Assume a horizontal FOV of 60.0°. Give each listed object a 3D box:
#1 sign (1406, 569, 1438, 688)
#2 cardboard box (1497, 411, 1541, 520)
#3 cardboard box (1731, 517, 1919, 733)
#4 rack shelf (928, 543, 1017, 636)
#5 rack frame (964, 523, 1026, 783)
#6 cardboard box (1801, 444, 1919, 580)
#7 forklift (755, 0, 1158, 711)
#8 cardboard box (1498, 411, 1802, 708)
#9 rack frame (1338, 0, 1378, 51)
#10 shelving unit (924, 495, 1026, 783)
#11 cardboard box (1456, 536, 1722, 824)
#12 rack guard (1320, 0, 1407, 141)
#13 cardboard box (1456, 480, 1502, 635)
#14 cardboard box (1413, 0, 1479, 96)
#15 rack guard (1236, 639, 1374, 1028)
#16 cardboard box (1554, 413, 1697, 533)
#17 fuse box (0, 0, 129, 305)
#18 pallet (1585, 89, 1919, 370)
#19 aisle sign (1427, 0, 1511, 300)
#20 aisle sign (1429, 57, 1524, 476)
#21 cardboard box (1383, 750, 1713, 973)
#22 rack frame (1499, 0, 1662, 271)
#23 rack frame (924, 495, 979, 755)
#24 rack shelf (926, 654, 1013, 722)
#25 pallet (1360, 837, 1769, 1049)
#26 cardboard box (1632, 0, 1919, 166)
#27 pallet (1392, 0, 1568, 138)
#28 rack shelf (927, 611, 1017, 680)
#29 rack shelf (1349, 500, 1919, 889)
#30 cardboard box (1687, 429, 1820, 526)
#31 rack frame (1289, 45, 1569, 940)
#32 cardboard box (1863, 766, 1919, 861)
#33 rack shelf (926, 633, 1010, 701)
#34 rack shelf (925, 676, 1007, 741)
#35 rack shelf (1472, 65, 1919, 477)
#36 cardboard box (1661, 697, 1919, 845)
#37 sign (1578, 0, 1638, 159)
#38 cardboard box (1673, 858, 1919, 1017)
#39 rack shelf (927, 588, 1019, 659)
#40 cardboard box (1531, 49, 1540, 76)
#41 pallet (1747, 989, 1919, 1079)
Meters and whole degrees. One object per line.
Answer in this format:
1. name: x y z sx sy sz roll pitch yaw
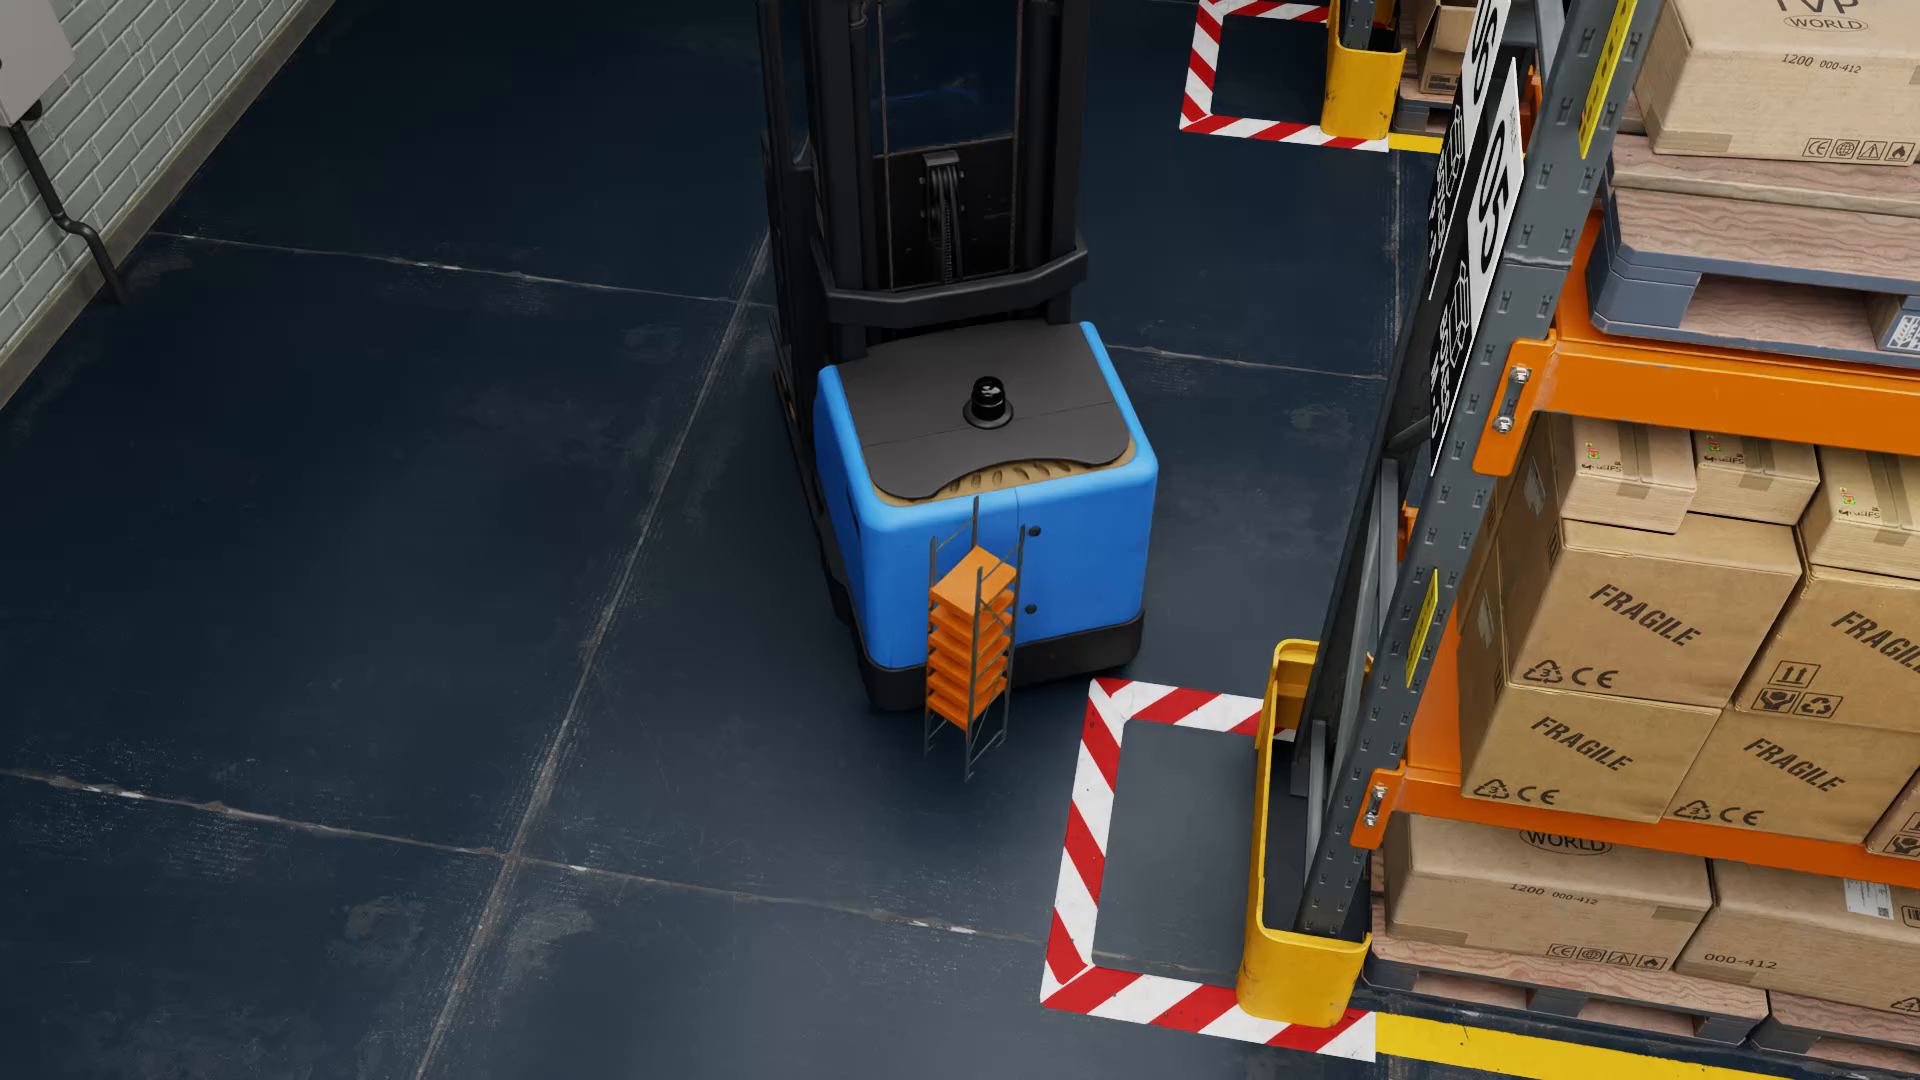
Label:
1. sign: 1.077 0.209 3.882 0.005 0.325 0.100 8 49 7
2. cardboard box: 1.699 -0.359 4.288 0.500 0.500 0.500 9 49 8
3. cardboard box: 2.113 0.087 3.888 0.500 0.500 0.500 6 48 6
4. rack shelf: 0.048 0.158 5.345 0.180 0.103 0.258 32 55 22
5. rack frame: 0.110 0.407 5.550 0.006 1.200 0.240 32 55 22
6. cardboard box: 1.988 -0.114 3.633 0.250 0.149 0.380 9 49 8
7. forklift: -0.183 -1.477 6.079 1.130 2.935 3.031 -11 49 -10
8. cardboard box: 1.604 0.024 3.945 0.500 0.500 0.500 7 48 6
9. rack frame: 2.061 -3.514 7.863 0.127 3.000 1.000 8 49 7
10. shelving unit: 0.038 0.362 5.585 0.189 1.200 0.258 32 55 22
11. cardboard box: 1.603 0.360 4.315 0.500 0.500 0.500 7 48 7
12. rack guard: 2.136 -2.669 8.784 0.348 0.500 1.175 8 49 7
13. cardboard box: 1.704 -0.044 4.678 0.500 0.500 0.500 8 49 7
14. cardboard box: 2.646 -2.670 8.501 0.637 0.503 0.797 6 48 5
15. rack guard: 1.158 0.952 5.531 0.348 0.500 1.175 8 49 7
16. cardboard box: 1.482 -0.215 3.723 0.250 0.149 0.380 9 49 8
17. fuse box: -3.854 -1.697 7.097 0.414 1.711 0.539 8 49 7
18. pallet: 1.914 -0.763 3.434 1.213 0.211 1.003 8 49 7
19. aisle sign: 1.166 -0.986 3.844 0.004 0.787 0.394 8 49 7
20. aisle sign: 1.059 -0.547 3.449 0.004 0.787 0.394 8 49 7
21. cardboard box: 1.849 0.850 5.382 0.875 0.438 0.875 6 48 6
22. rack frame: 1.182 -1.886 2.367 0.127 3.000 1.000 8 49 7
23. rack frame: -0.034 0.318 5.620 0.006 1.200 0.240 32 55 22
24. rack shelf: 0.032 0.469 5.710 0.180 0.103 0.258 32 55 22
25. pallet: 1.983 1.100 5.592 1.213 0.211 1.003 8 49 7
26. cardboard box: 1.641 -1.013 3.350 0.500 0.250 0.500 4 48 3
27. pallet: 2.920 -2.467 8.797 1.213 0.211 1.003 8 49 7
28. rack shelf: 0.040 0.313 5.527 0.180 0.103 0.258 32 55 22
29. rack shelf: 3.150 0.624 4.628 4.000 0.370 1.077 8 49 7
30. cardboard box: 1.753 -0.233 3.739 0.250 0.149 0.380 9 49 8
31. rack frame: 1.182 0.119 4.598 0.127 3.000 1.000 8 49 7
32. cardboard box: 2.603 0.487 4.201 0.500 0.500 0.500 7 48 7
33. rack shelf: 0.036 0.391 5.619 0.180 0.103 0.258 32 55 22
34. rack shelf: 0.029 0.547 5.801 0.180 0.103 0.258 32 55 22
35. rack shelf: 3.150 -0.378 3.512 4.000 0.370 1.077 8 49 7
36. cardboard box: 2.106 0.406 4.273 0.500 0.500 0.500 7 48 6
37. sign: 1.077 -0.796 2.763 0.005 0.325 0.100 8 49 7
38. cardboard box: 2.751 0.964 5.279 0.875 0.438 0.875 9 49 8
39. rack shelf: 0.044 0.236 5.436 0.180 0.103 0.258 32 55 22
40. cardboard box: 3.057 -2.467 8.556 0.250 0.149 0.380 6 48 5
41. pallet: 3.180 1.263 5.445 1.213 0.211 1.003 8 49 7
